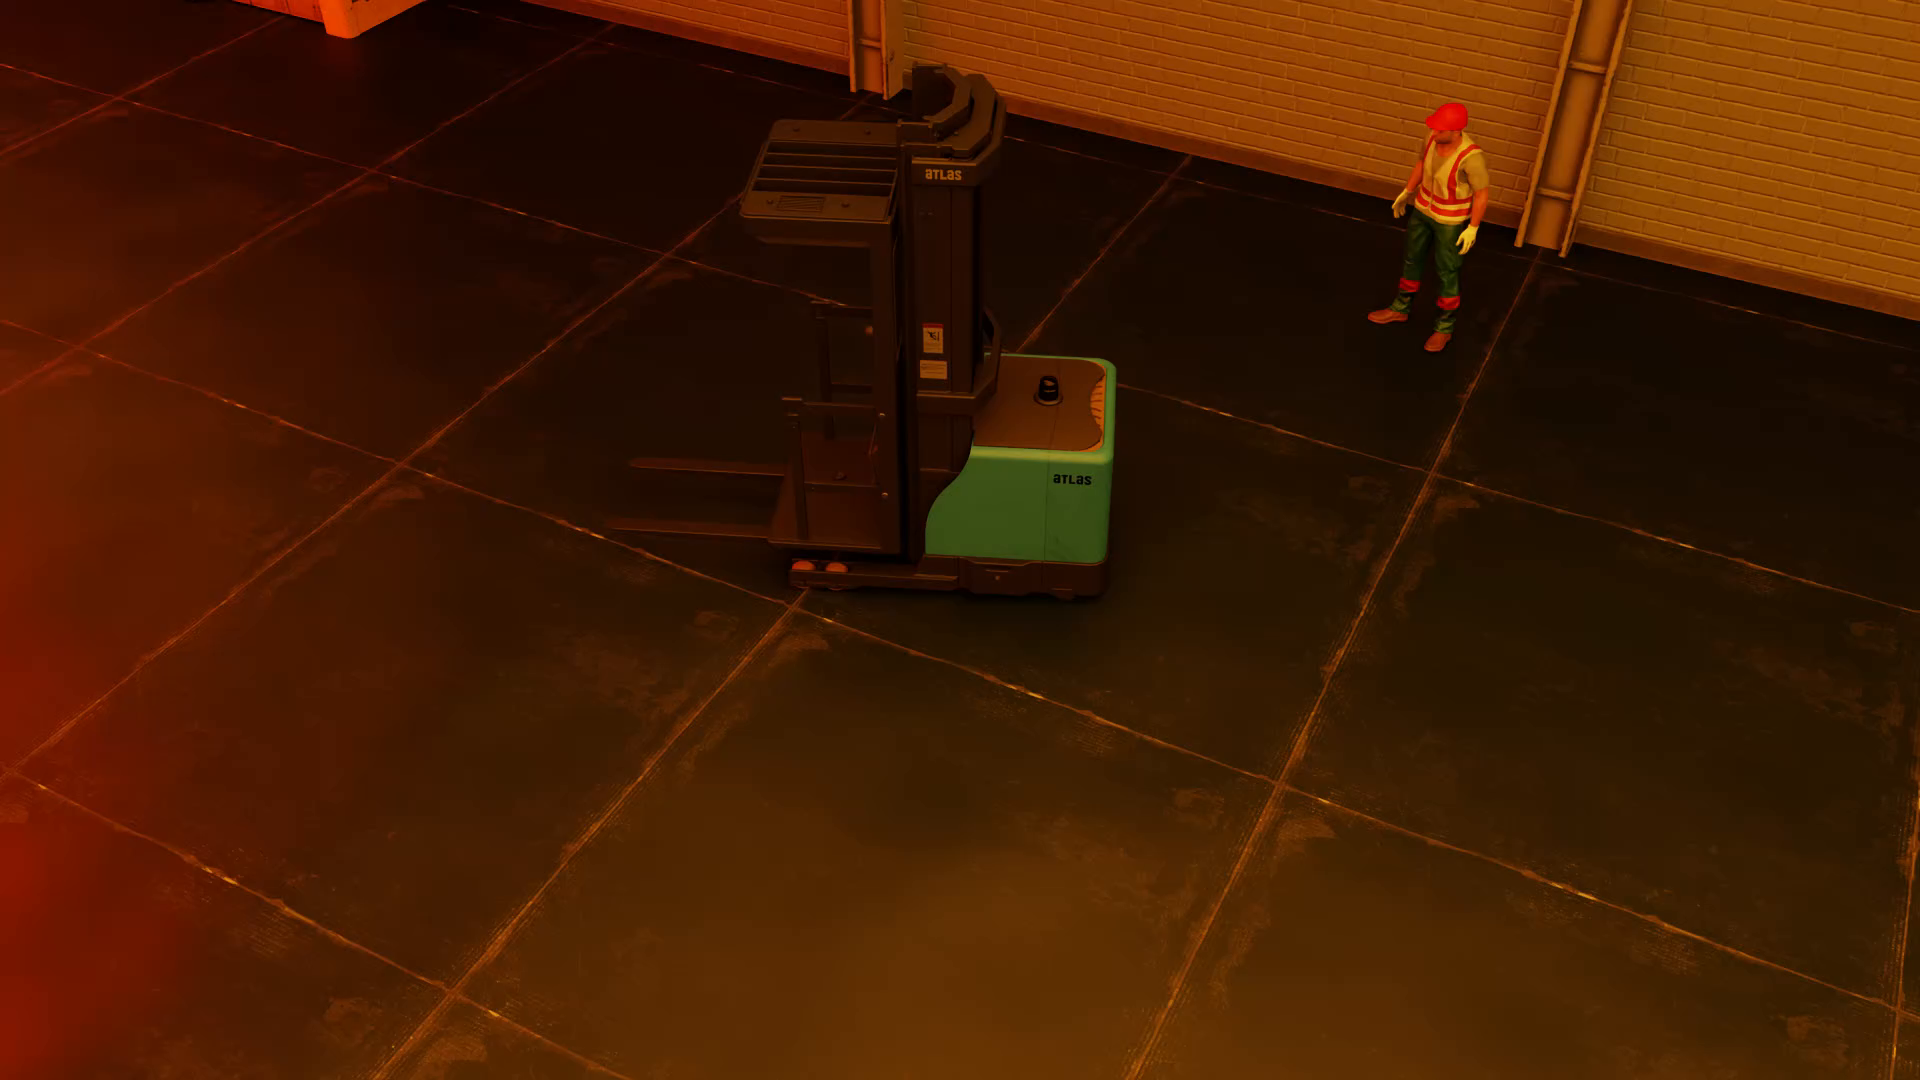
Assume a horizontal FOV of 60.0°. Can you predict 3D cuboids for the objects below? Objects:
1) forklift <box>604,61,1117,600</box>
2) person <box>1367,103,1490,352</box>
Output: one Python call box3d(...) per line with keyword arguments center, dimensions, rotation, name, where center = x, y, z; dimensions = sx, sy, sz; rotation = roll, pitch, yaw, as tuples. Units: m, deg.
box3d(center=(-0.606, -1.157, 9.360), dimensions=(3.031, 2.935, 1.130), rotation=(3, 40, 4), name="forklift")
box3d(center=(3.289, -2.223, 11.526), dimensions=(0.479, 1.774, 0.694), rotation=(-23, 45, -25), name="person")
